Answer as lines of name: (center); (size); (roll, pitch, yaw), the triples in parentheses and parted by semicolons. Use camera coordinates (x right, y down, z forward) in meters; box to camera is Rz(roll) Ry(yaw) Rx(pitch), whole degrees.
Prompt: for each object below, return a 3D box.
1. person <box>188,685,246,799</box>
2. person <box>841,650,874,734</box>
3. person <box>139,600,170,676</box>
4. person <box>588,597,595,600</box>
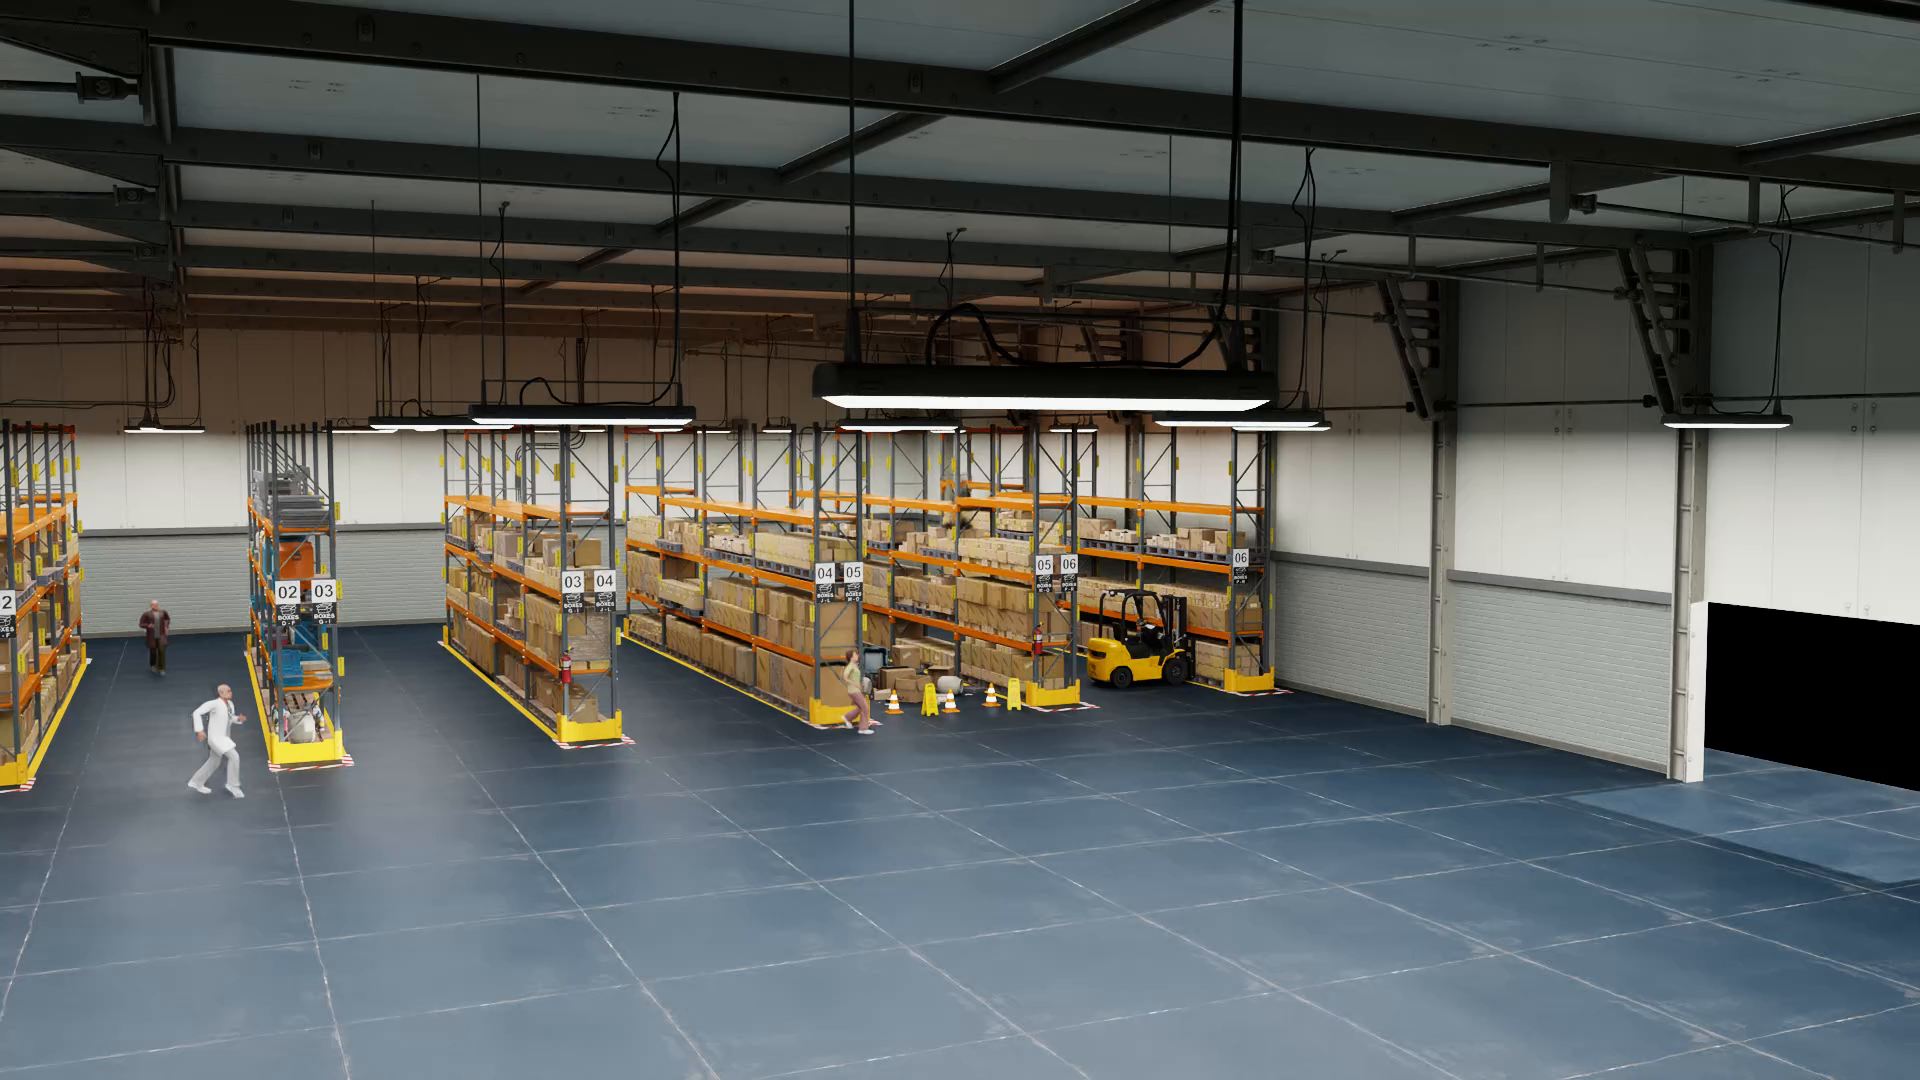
person: (-11.752, 3.297, 26.313); (0.902, 1.638, 0.740); (0, 4, 2)
person: (-1.977, 2.924, 31.957); (0.652, 1.615, 0.582); (0, 4, 4)
person: (-19.203, 2.321, 39.705); (0.710, 1.771, 1.004); (-2, 4, -34)
person: (-10.090, 2.026, 45.408); (0.697, 1.717, 0.609); (-2, 4, -27)
